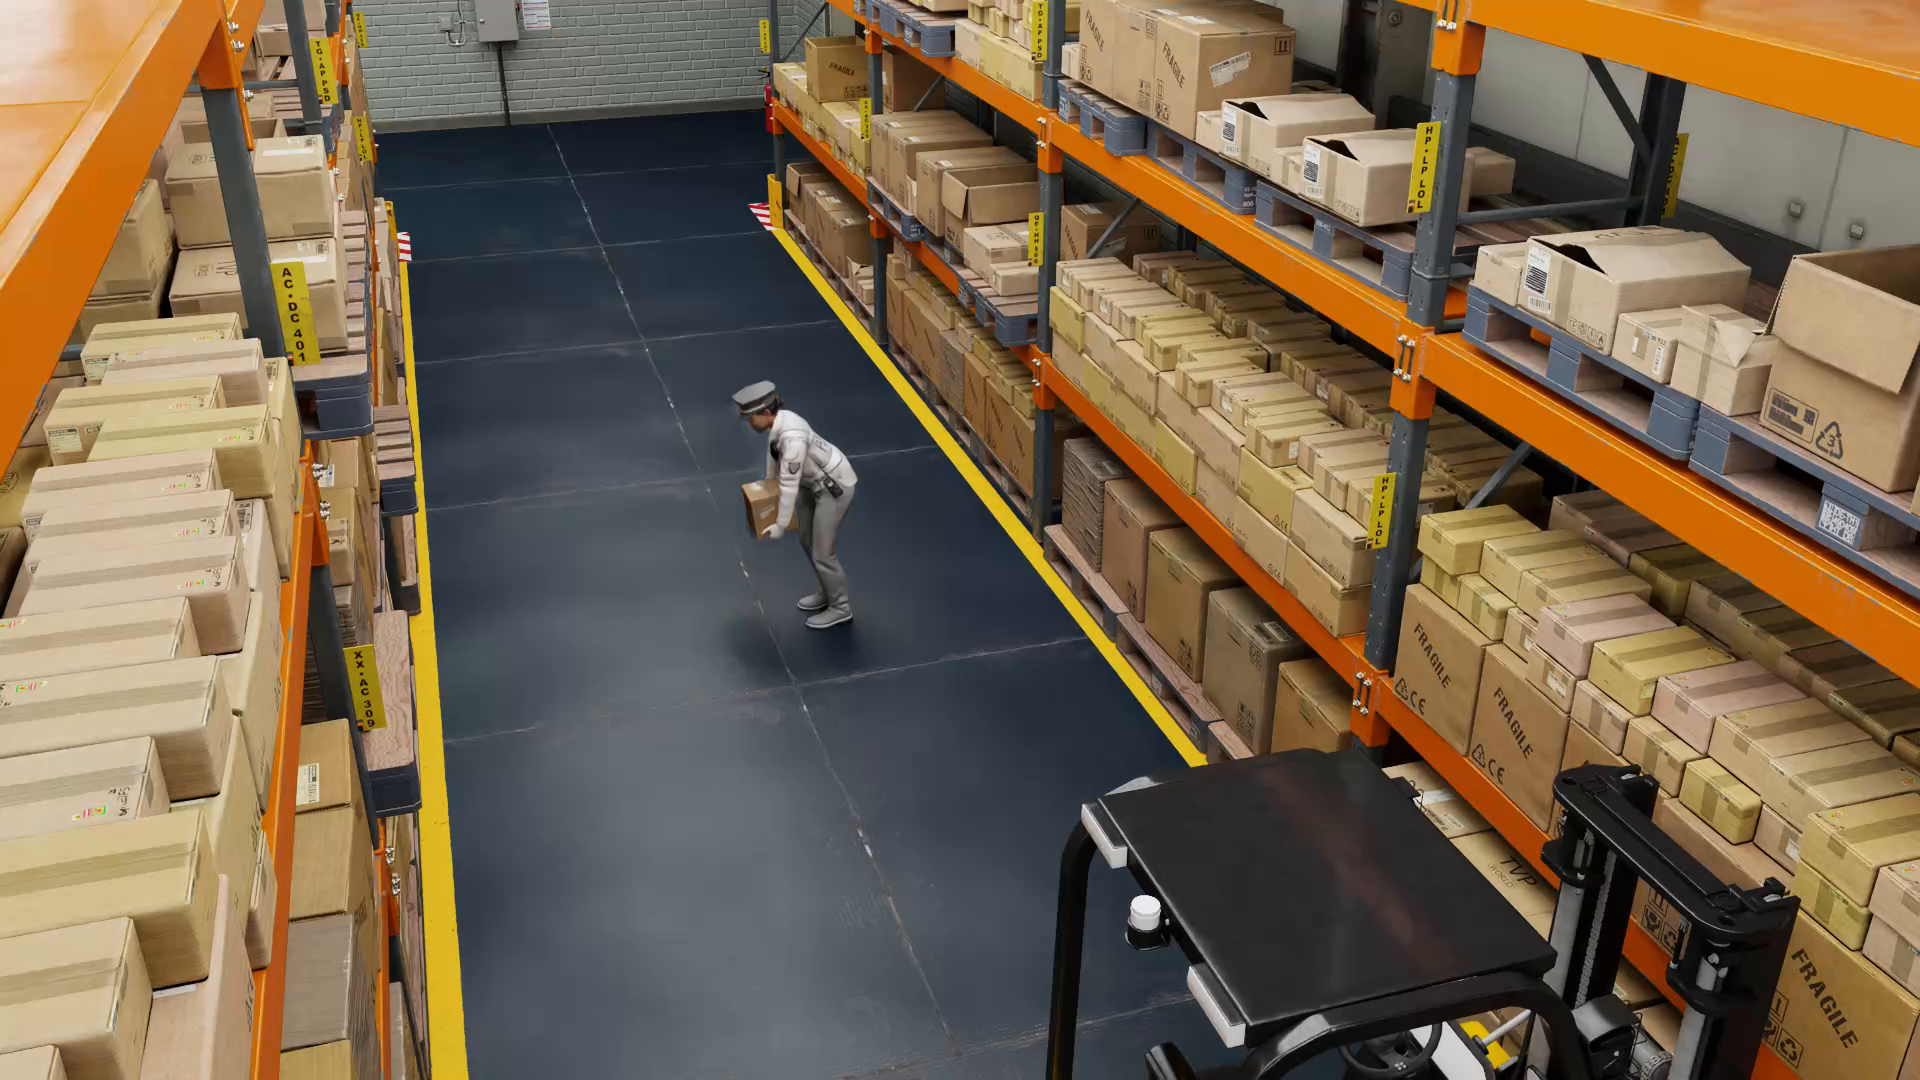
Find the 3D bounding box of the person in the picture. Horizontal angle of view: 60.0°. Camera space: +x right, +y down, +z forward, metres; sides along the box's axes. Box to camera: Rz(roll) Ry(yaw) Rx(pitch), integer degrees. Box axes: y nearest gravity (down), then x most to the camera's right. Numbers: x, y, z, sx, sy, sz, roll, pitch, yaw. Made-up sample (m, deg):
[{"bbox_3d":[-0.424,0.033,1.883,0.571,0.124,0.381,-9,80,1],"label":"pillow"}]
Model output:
[{"bbox_3d":[-0.942,-0.211,9.697,0.695,1.530,0.406,-9,28,-17],"label":"person"}]
